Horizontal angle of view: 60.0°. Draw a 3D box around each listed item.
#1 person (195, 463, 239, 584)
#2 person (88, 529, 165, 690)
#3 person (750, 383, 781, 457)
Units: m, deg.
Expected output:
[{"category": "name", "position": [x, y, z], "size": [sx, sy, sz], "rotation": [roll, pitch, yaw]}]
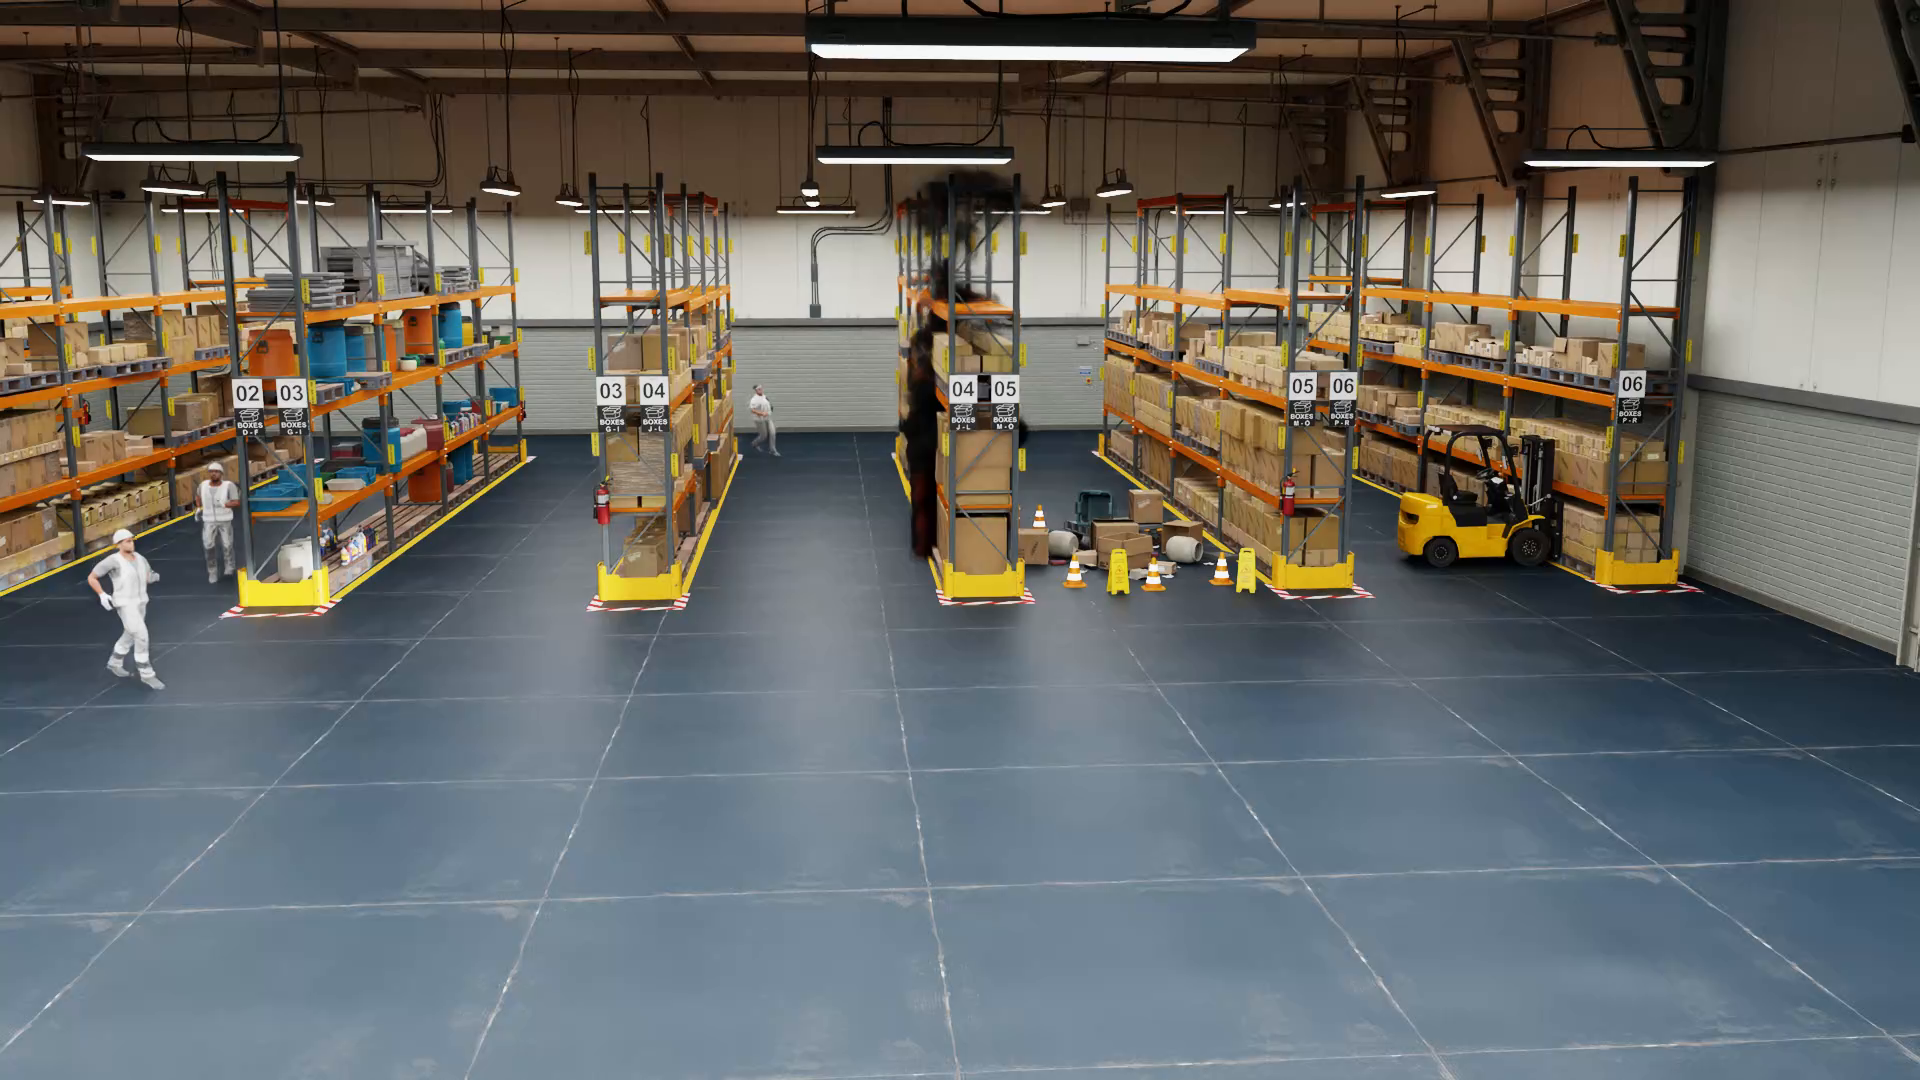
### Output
[{"category": "person", "position": [-11.177, -0.255, 25.034], "size": [0.656, 1.824, 0.744], "rotation": [-3, 10, -14]}, {"category": "person", "position": [-9.512, 0.778, 19.050], "size": [0.872, 1.829, 0.652], "rotation": [2, 10, 13]}, {"category": "person", "position": [-4.765, -2.897, 40.117], "size": [0.835, 1.775, 0.695], "rotation": [6, 12, 32]}]
